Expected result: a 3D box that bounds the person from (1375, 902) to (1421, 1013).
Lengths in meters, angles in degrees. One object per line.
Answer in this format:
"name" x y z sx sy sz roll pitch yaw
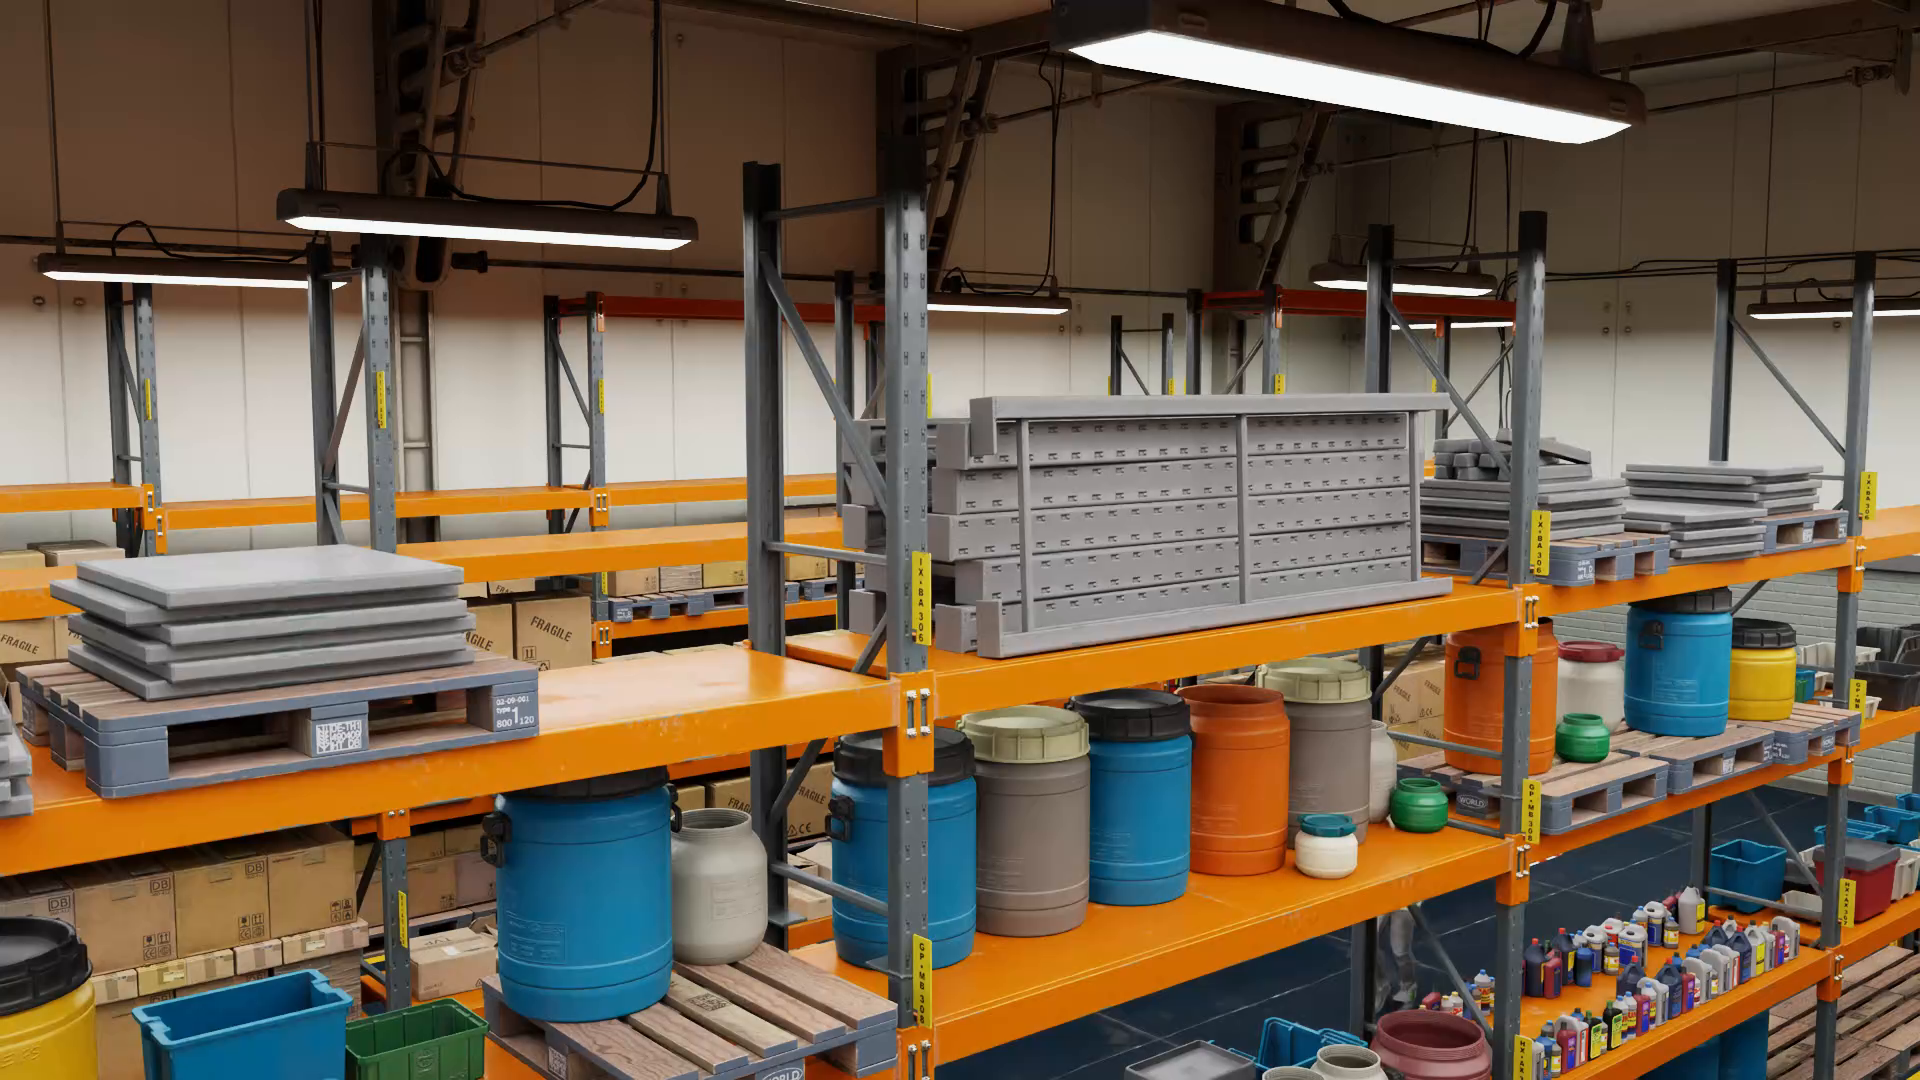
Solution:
"person" 3.519 2.994 13.570 0.675 1.803 0.689 5 7 43
